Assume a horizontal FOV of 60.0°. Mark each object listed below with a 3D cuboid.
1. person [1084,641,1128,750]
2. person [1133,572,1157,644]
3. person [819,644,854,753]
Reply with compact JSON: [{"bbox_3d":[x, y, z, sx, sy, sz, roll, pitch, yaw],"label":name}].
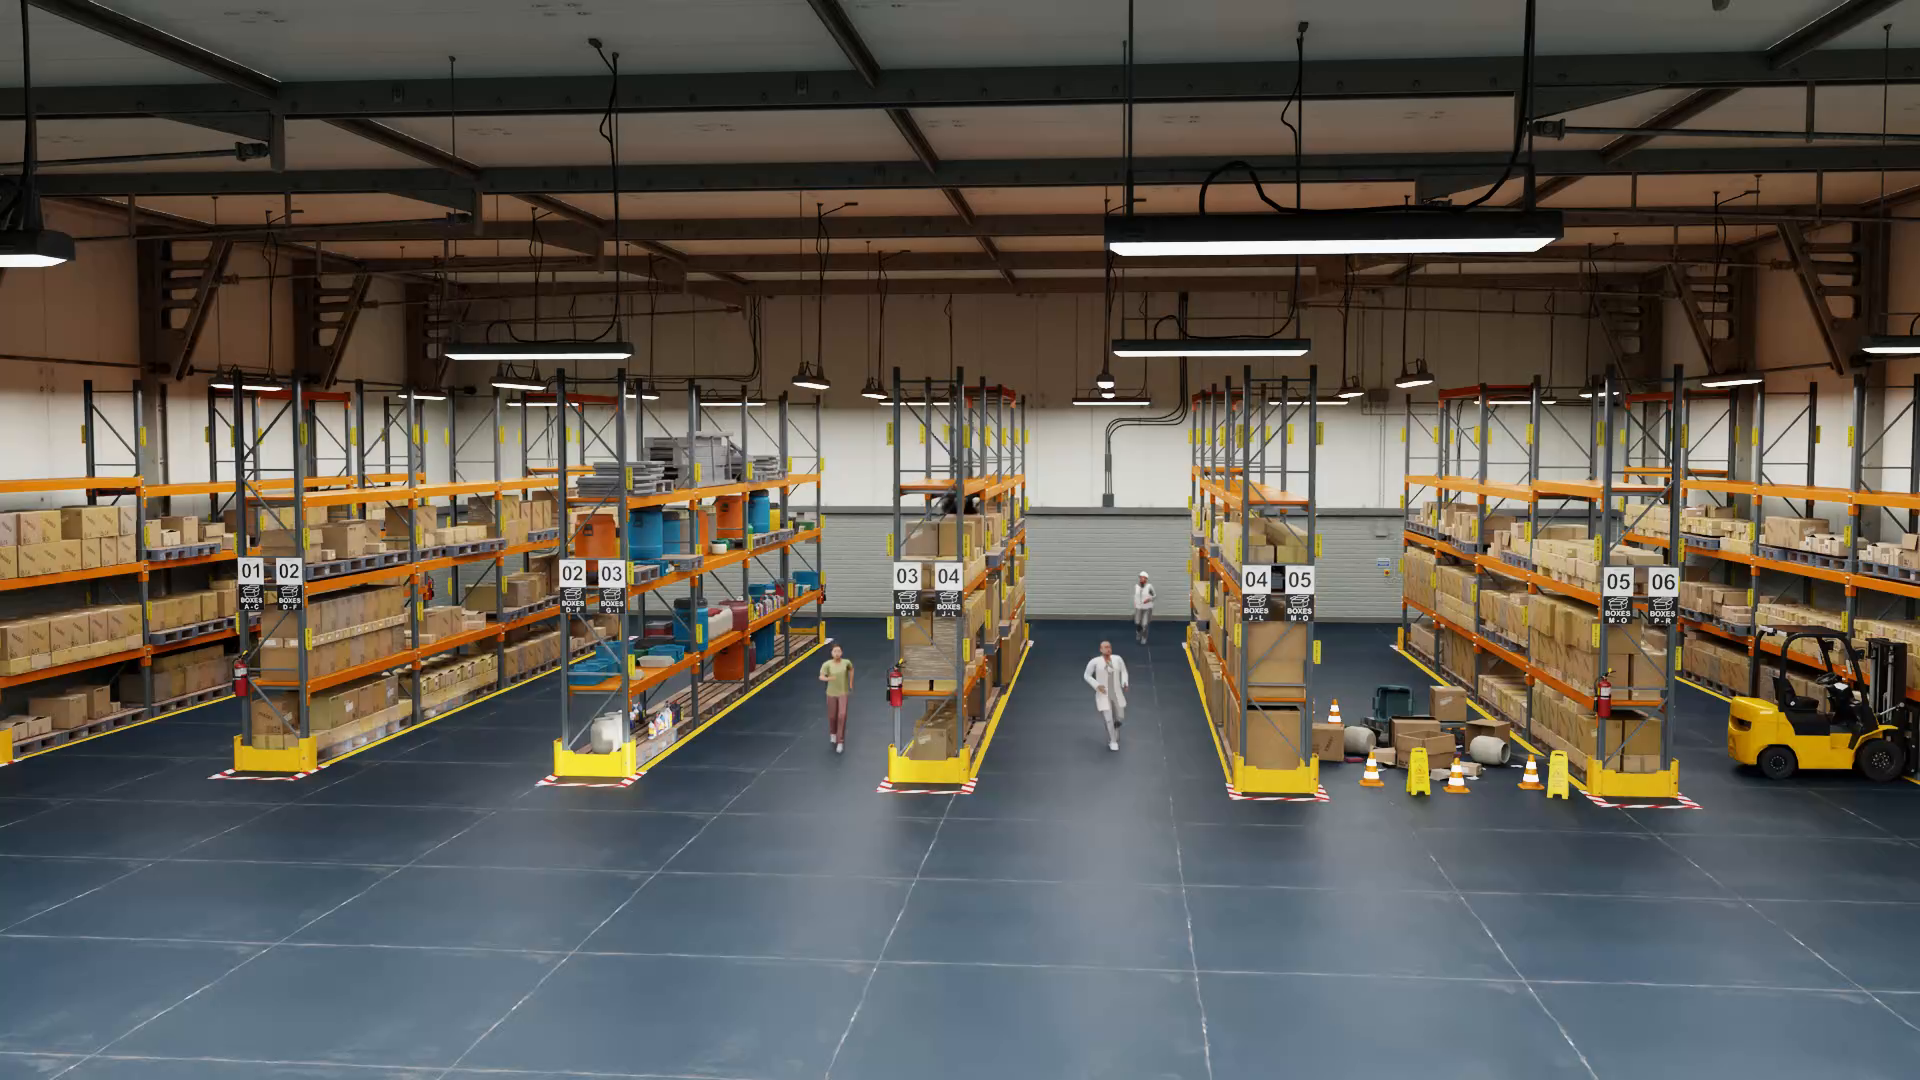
[{"bbox_3d":[2.353,2.483,26.740,0.738,1.734,0.600,-1,4,-13],"label":"person"},{"bbox_3d":[4.421,1.641,40.111,0.646,1.741,0.584,2,4,24],"label":"person"},{"bbox_3d":[-1.974,2.487,26.587,0.562,1.678,0.948,0,4,-6],"label":"person"}]
